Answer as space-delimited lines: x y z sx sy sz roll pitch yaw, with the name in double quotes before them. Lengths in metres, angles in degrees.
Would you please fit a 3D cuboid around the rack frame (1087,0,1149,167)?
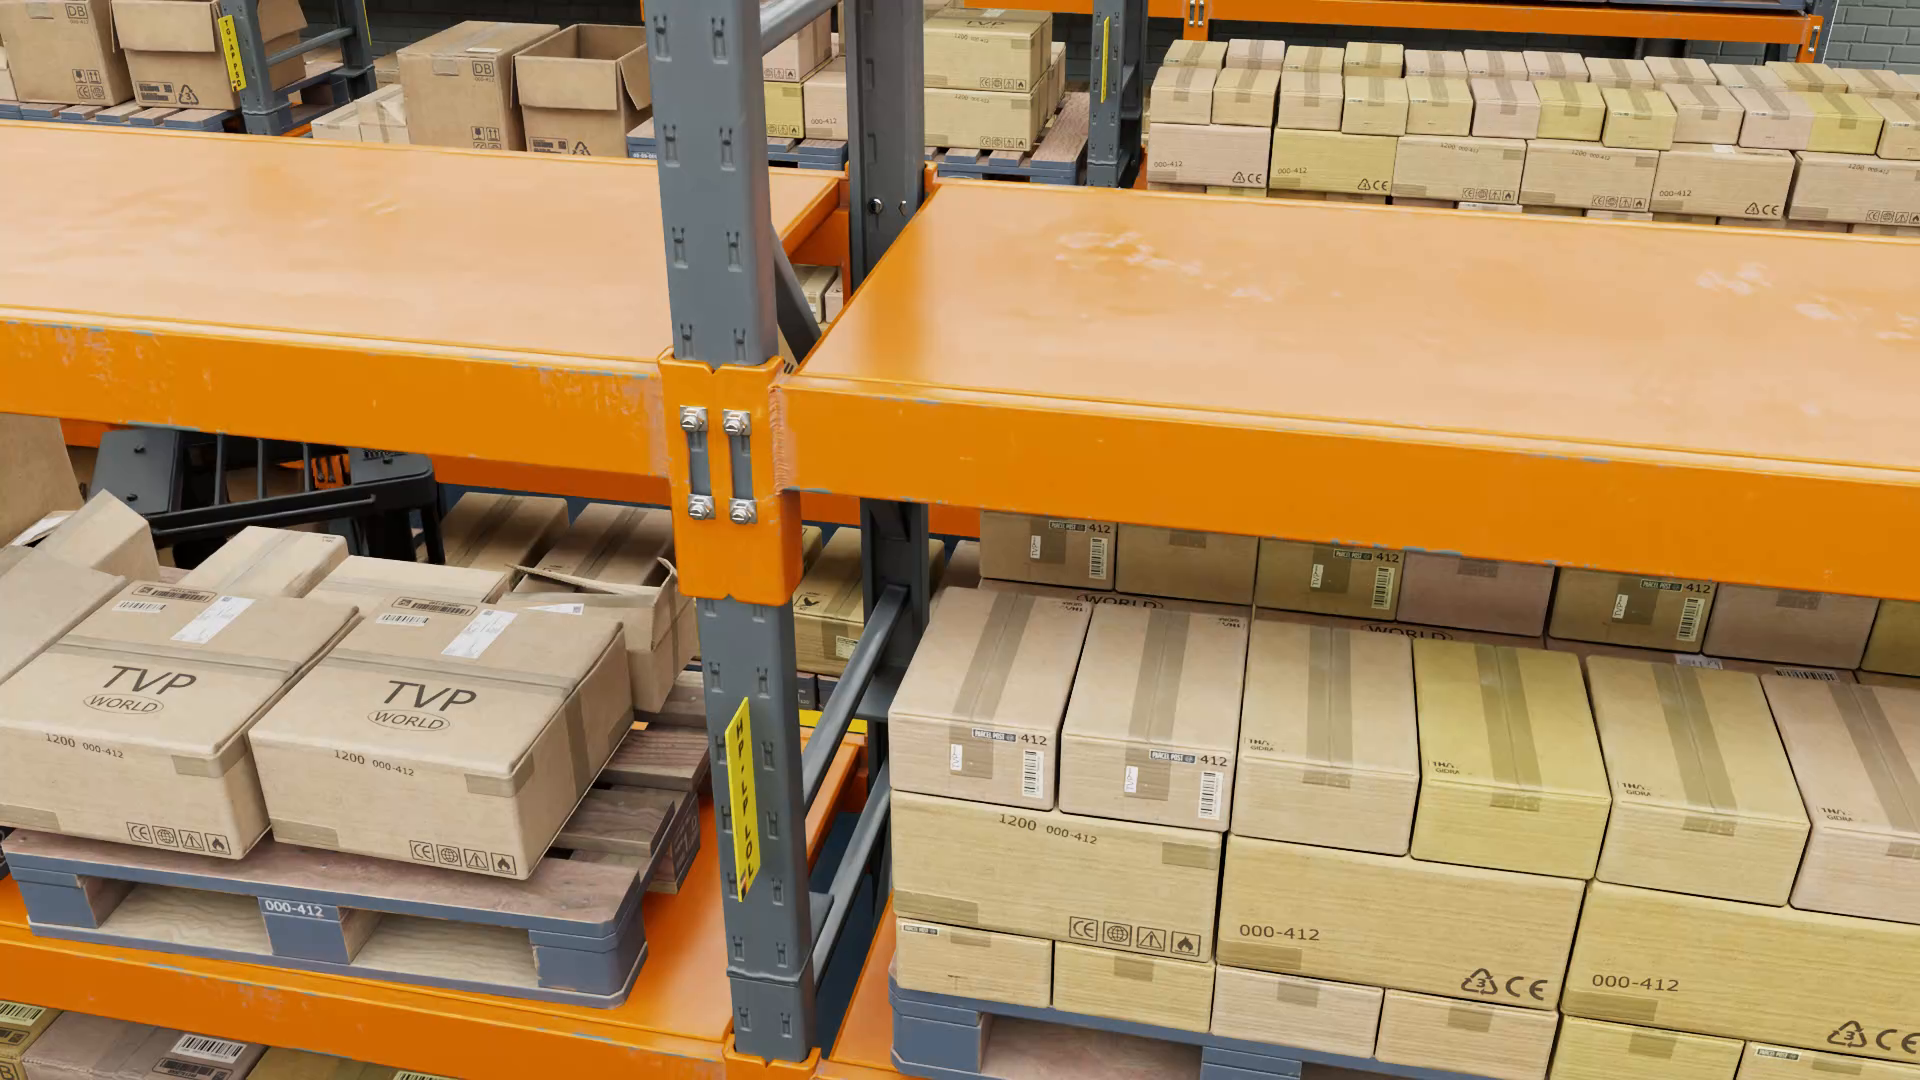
"rack frame" 0.706 -3.140 6.776 0.127 3.000 1.000 6 29 11

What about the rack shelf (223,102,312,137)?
"rack shelf" -5.162 -2.110 8.768 4.000 0.370 1.077 6 29 11

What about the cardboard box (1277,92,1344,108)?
"cardboard box" 1.688 -1.921 7.519 0.500 0.250 0.500 5 29 10

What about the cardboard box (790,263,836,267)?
"cardboard box" -0.764 -1.425 8.365 0.250 0.149 0.380 7 30 13

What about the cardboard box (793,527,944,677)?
"cardboard box" -0.511 0.338 8.970 0.625 0.372 0.950 8 30 14

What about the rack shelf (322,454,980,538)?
"rack shelf" -1.250 -0.393 8.756 4.000 0.370 1.077 6 29 11

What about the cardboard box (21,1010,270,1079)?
"cardboard box" -1.713 1.196 3.959 0.500 0.500 0.700 6 29 11

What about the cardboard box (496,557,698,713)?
"cardboard box" -0.767 0.164 3.464 0.396 0.266 0.258 5 29 10

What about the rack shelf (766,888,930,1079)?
"rack shelf" 1.727 1.027 3.038 4.000 0.370 1.077 6 29 11

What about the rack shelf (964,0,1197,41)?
"rack shelf" -0.217 -4.040 12.294 4.000 0.370 1.077 6 29 11

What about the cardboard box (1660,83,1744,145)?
"cardboard box" 3.002 -1.735 6.764 0.250 0.149 0.380 5 29 9

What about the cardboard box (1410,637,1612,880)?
"cardboard box" 0.802 0.315 2.479 0.250 0.149 0.380 5 29 10

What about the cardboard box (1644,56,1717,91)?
"cardboard box" 3.101 -1.970 7.195 0.250 0.149 0.380 7 29 12

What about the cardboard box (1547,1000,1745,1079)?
"cardboard box" 1.052 0.690 2.624 0.250 0.149 0.380 5 29 10

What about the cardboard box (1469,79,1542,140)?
"cardboard box" 2.231 -1.774 6.836 0.250 0.149 0.380 5 29 10

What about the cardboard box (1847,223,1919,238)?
"cardboard box" 3.707 -1.269 6.745 0.250 0.149 0.380 7 29 12

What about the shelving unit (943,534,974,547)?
"shelving unit" 0.014 -0.525 10.121 0.189 1.200 0.258 6 29 11

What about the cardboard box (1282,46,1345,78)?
"cardboard box" 1.568 -2.076 7.388 0.250 0.149 0.380 7 29 12

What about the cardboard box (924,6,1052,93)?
"cardboard box" 0.112 -2.160 7.308 0.500 0.250 0.500 7 29 12

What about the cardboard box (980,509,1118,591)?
"cardboard box" 0.195 -0.070 3.182 0.250 0.149 0.380 6 29 10

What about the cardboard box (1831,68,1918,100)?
"cardboard box" 3.831 -1.866 7.004 0.250 0.149 0.380 6 29 11

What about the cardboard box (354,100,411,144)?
"cardboard box" -2.684 -2.029 8.011 0.258 0.266 0.396 6 29 11

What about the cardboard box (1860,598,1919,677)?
"cardboard box" 1.681 0.082 2.904 0.250 0.149 0.380 6 29 11

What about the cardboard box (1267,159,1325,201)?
"cardboard box" 1.469 -1.542 7.243 0.250 0.149 0.380 6 29 11

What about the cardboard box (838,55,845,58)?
"cardboard box" -0.278 -2.240 7.975 0.500 0.250 0.500 5 29 10

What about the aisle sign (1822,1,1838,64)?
"aisle sign" 5.654 -3.434 10.854 0.004 0.787 0.394 6 29 11

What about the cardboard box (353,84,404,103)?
"cardboard box" -2.854 -2.182 8.412 0.250 0.149 0.380 6 29 11

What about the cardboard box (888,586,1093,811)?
"cardboard box" 0.056 0.239 2.617 0.250 0.149 0.380 6 29 11

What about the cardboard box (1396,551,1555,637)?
"cardboard box" 0.932 0.006 3.043 0.250 0.149 0.380 6 29 11

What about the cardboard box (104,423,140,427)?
"cardboard box" -4.258 -0.816 8.935 0.500 0.250 0.500 6 29 11

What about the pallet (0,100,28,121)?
"pallet" -4.941 -2.293 8.549 1.213 0.211 1.003 7 30 13

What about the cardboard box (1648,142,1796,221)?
"cardboard box" 3.061 -1.513 6.775 0.500 0.250 0.500 7 29 12

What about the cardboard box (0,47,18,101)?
"cardboard box" -4.626 -2.324 8.113 0.258 0.266 0.396 5 29 9

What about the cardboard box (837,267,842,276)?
"cardboard box" -0.663 -1.154 8.546 0.500 0.500 0.500 6 29 10

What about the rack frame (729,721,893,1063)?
"rack frame" -0.229 1.827 3.952 0.127 3.000 1.000 6 29 11

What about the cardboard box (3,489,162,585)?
"cardboard box" -2.015 0.055 3.664 0.258 0.266 0.396 6 29 11

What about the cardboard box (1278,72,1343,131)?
"cardboard box" 1.463 -1.836 6.949 0.250 0.149 0.380 5 29 9

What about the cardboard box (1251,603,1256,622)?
"cardboard box" 1.227 0.371 8.256 0.500 0.500 0.500 7 30 13

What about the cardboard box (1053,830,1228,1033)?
"cardboard box" 0.310 0.614 2.763 0.250 0.149 0.380 6 29 11

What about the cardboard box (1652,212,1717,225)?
"cardboard box" 2.964 -1.359 6.908 0.250 0.149 0.380 5 29 9

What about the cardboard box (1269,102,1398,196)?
"cardboard box" 1.585 -1.669 7.059 0.500 0.250 0.500 6 29 10

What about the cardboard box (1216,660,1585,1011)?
"cardboard box" 0.685 0.449 2.651 0.500 0.250 0.500 6 29 10

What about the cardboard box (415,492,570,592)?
"cardboard box" -2.655 0.120 9.368 0.625 0.372 0.950 4 29 7

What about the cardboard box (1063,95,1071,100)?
"cardboard box" 0.874 -3.165 12.289 0.250 0.149 0.380 6 29 11

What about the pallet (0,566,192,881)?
"pallet" -2.406 0.343 3.735 1.213 0.211 1.003 7 30 13

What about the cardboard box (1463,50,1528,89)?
"cardboard box" 2.344 -2.036 7.315 0.250 0.149 0.380 6 29 11

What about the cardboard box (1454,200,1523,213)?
"cardboard box" 2.202 -1.397 6.978 0.250 0.149 0.380 5 29 10

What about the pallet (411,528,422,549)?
"pallet" -3.961 0.199 9.828 1.213 0.211 1.003 6 29 11

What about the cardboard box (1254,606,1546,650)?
"cardboard box" 0.801 0.198 3.109 0.500 0.250 0.500 6 29 10

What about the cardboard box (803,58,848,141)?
"cardboard box" -0.389 -1.986 7.511 0.500 0.250 0.500 6 29 11

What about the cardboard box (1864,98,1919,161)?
"cardboard box" 3.728 -1.619 6.552 0.250 0.149 0.380 6 29 10

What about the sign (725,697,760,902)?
"sign" -0.333 0.402 2.565 0.005 0.325 0.100 6 29 11

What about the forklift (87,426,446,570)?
"forklift" -2.448 0.562 6.333 1.130 2.935 3.031 -10 30 -18

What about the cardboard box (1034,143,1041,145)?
"cardboard box" 0.701 -2.971 12.350 0.500 0.250 0.500 5 29 9

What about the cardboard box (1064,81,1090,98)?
"cardboard box" 0.944 -3.381 12.685 0.250 0.149 0.380 6 29 10

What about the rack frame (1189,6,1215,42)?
"rack frame" 1.739 -2.840 12.475 0.127 3.000 1.000 6 29 11

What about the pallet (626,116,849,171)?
"pallet" -0.891 -1.956 7.933 1.003 0.211 1.213 6 29 11
